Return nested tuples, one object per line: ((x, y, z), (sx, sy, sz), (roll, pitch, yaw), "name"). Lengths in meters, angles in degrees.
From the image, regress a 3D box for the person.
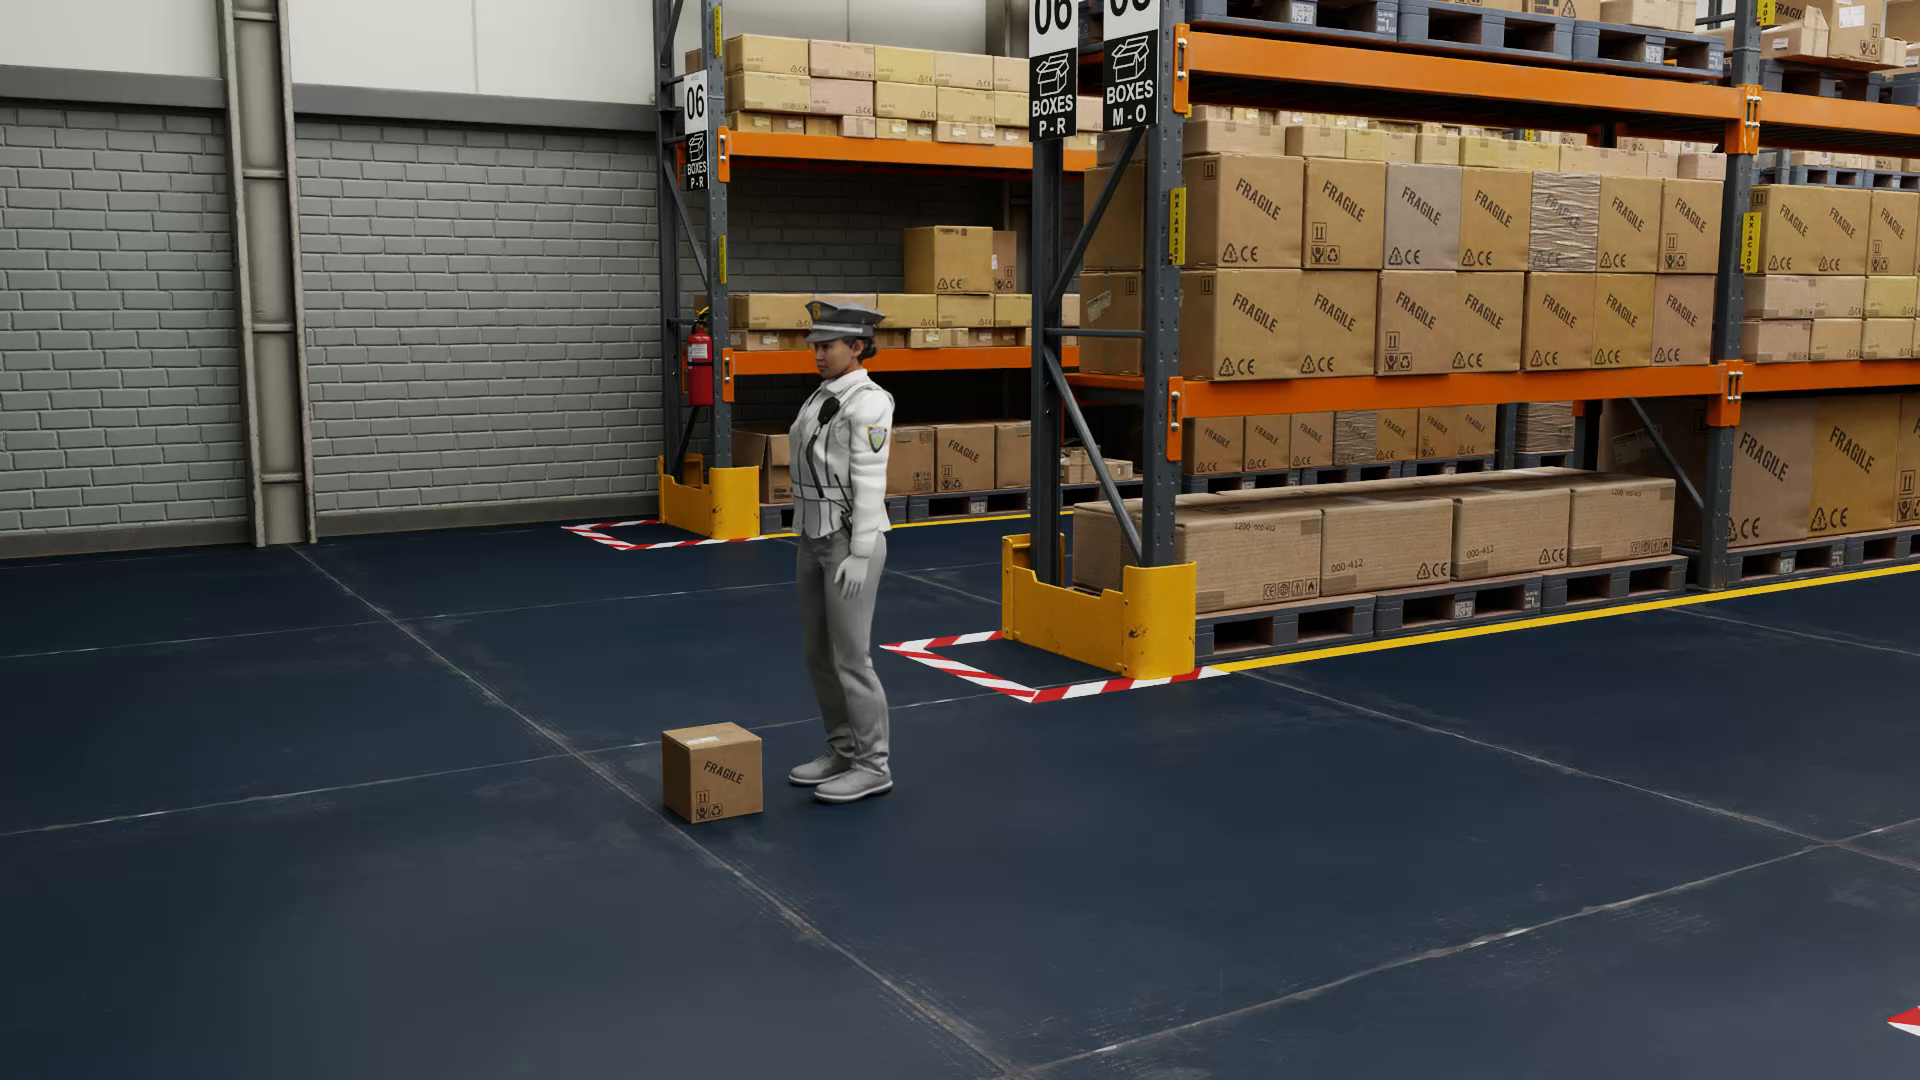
((-0.409, 0.034, 5.594), (0.329, 1.665, 0.467), (-5, 10, -30), "person")
